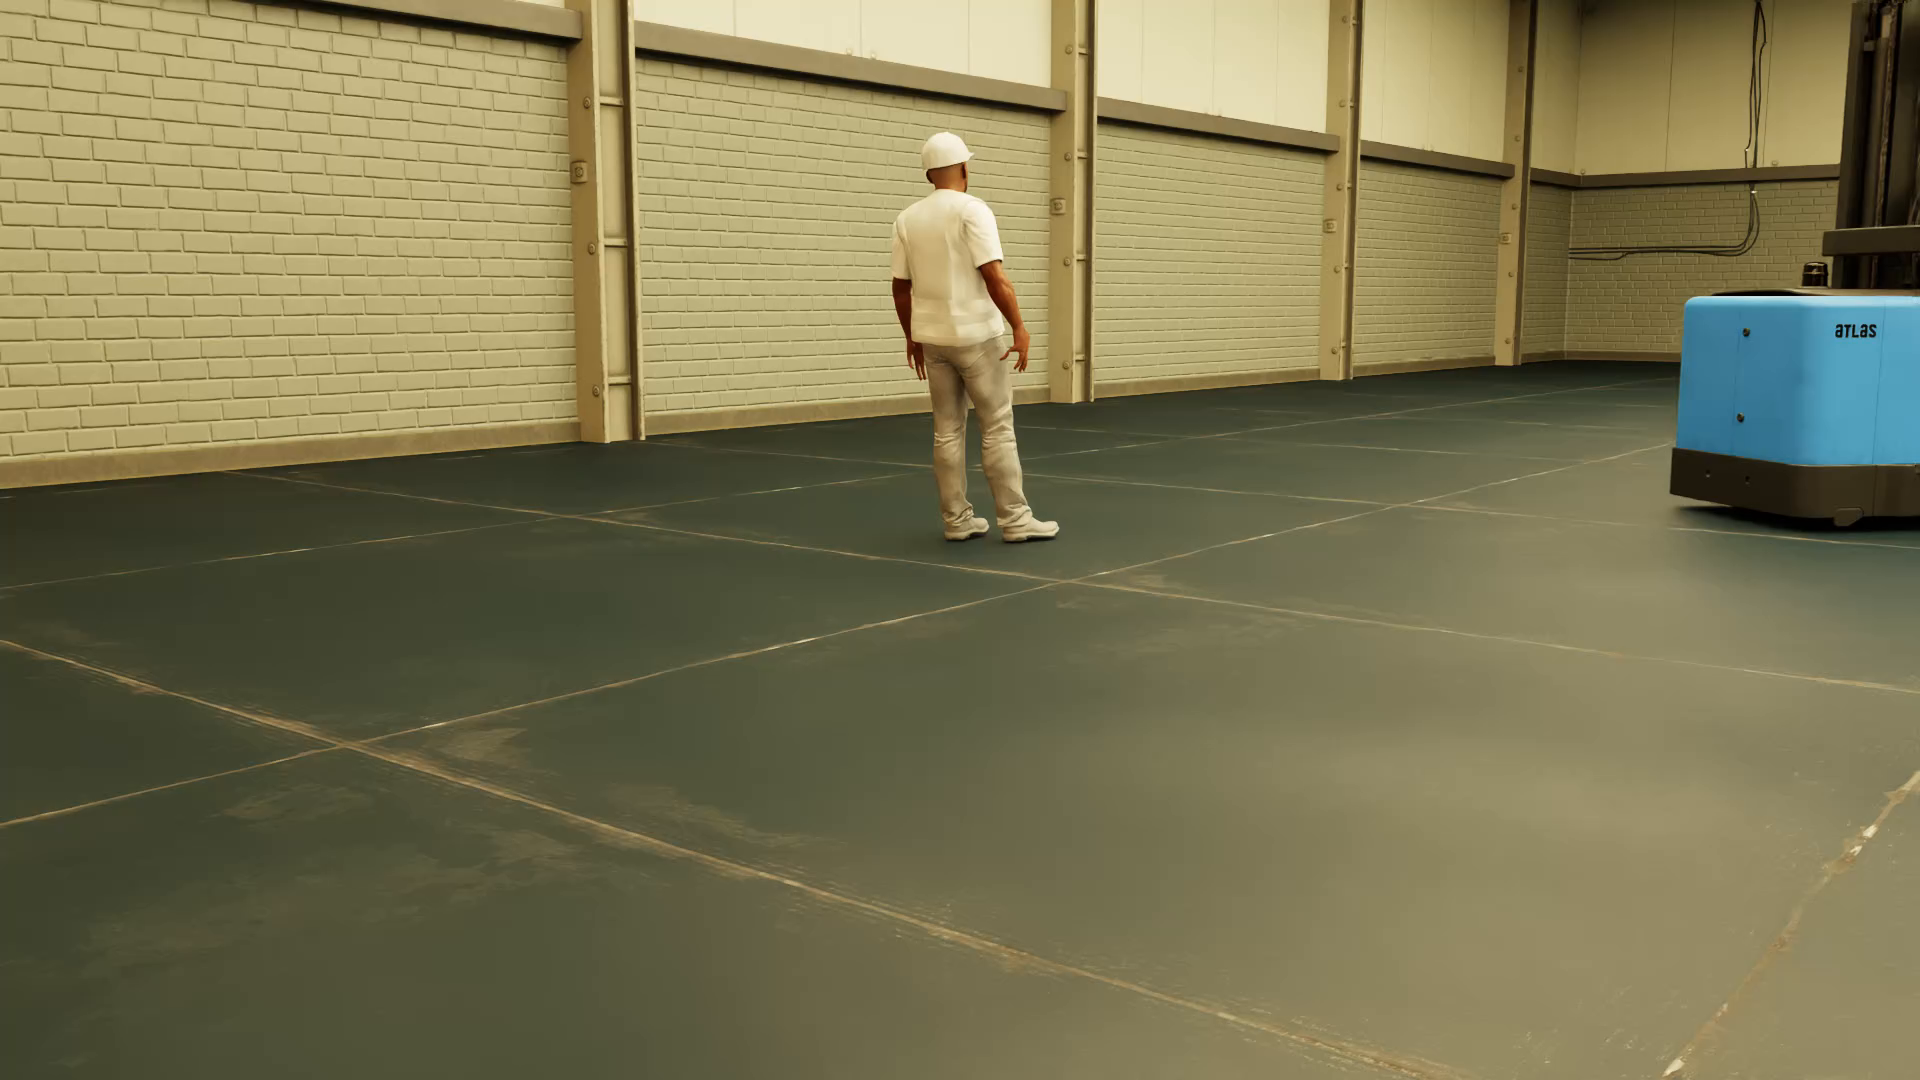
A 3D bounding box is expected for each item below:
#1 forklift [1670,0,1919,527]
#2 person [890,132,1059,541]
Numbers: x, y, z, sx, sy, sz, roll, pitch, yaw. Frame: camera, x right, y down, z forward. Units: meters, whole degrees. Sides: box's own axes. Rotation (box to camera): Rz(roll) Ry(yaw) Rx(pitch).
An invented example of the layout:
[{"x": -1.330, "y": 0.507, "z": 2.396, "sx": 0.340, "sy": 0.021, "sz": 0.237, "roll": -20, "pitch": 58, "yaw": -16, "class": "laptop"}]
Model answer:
[{"x": 5.205, "y": -1.591, "z": 8.156, "sx": 3.031, "sy": 2.935, "sz": 1.130, "roll": -2, "pitch": 8, "yaw": -11, "class": "forklift"}, {"x": 0.048, "y": -0.888, "z": 7.325, "sx": 0.665, "sy": 1.765, "sz": 0.577, "roll": 7, "pitch": 11, "yaw": 38, "class": "person"}]
